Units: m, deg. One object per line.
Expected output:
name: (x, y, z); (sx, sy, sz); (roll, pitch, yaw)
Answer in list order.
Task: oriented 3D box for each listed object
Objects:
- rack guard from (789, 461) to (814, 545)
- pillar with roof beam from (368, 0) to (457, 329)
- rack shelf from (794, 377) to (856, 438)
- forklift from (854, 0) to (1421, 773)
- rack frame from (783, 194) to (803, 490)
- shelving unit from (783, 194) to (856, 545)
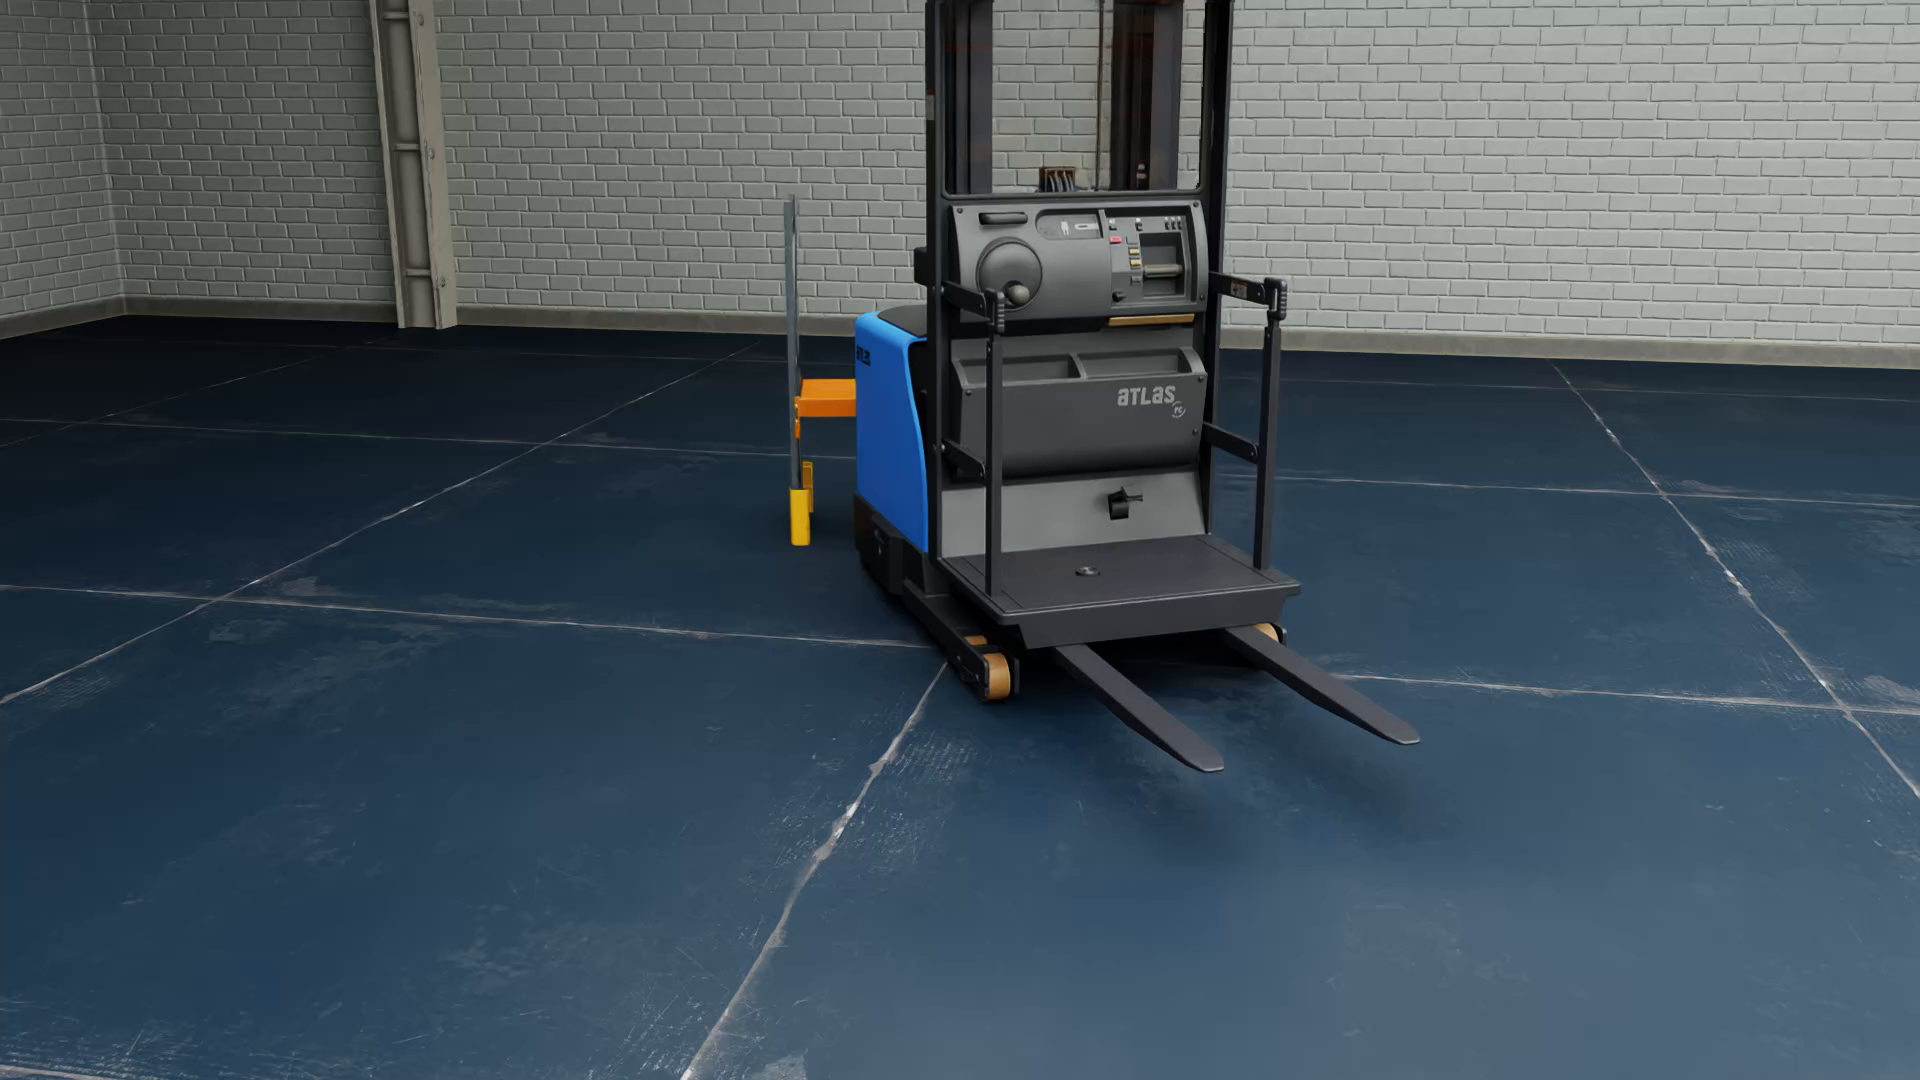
rack guard: (-0.728, -0.177, 7.661); (0.087, 0.250, 0.587); (-1, 16, -3)
pillar with roof beam: (-5.329, -5.011, 8.726); (0.400, 9.000, 9.100); (3, 16, 11)
rack shelf: (-0.240, -0.613, 7.569); (1.000, 0.185, 0.538); (-1, 16, -3)
forklift: (0.495, -0.993, 5.587); (1.130, 2.935, 3.031); (-5, 16, -18)
rack frame: (-0.748, -0.779, 7.493); (0.032, 1.500, 0.500); (-1, 16, -3)
shelving unit: (-0.231, -0.786, 7.522); (1.083, 1.500, 0.587); (-1, 16, -3)
